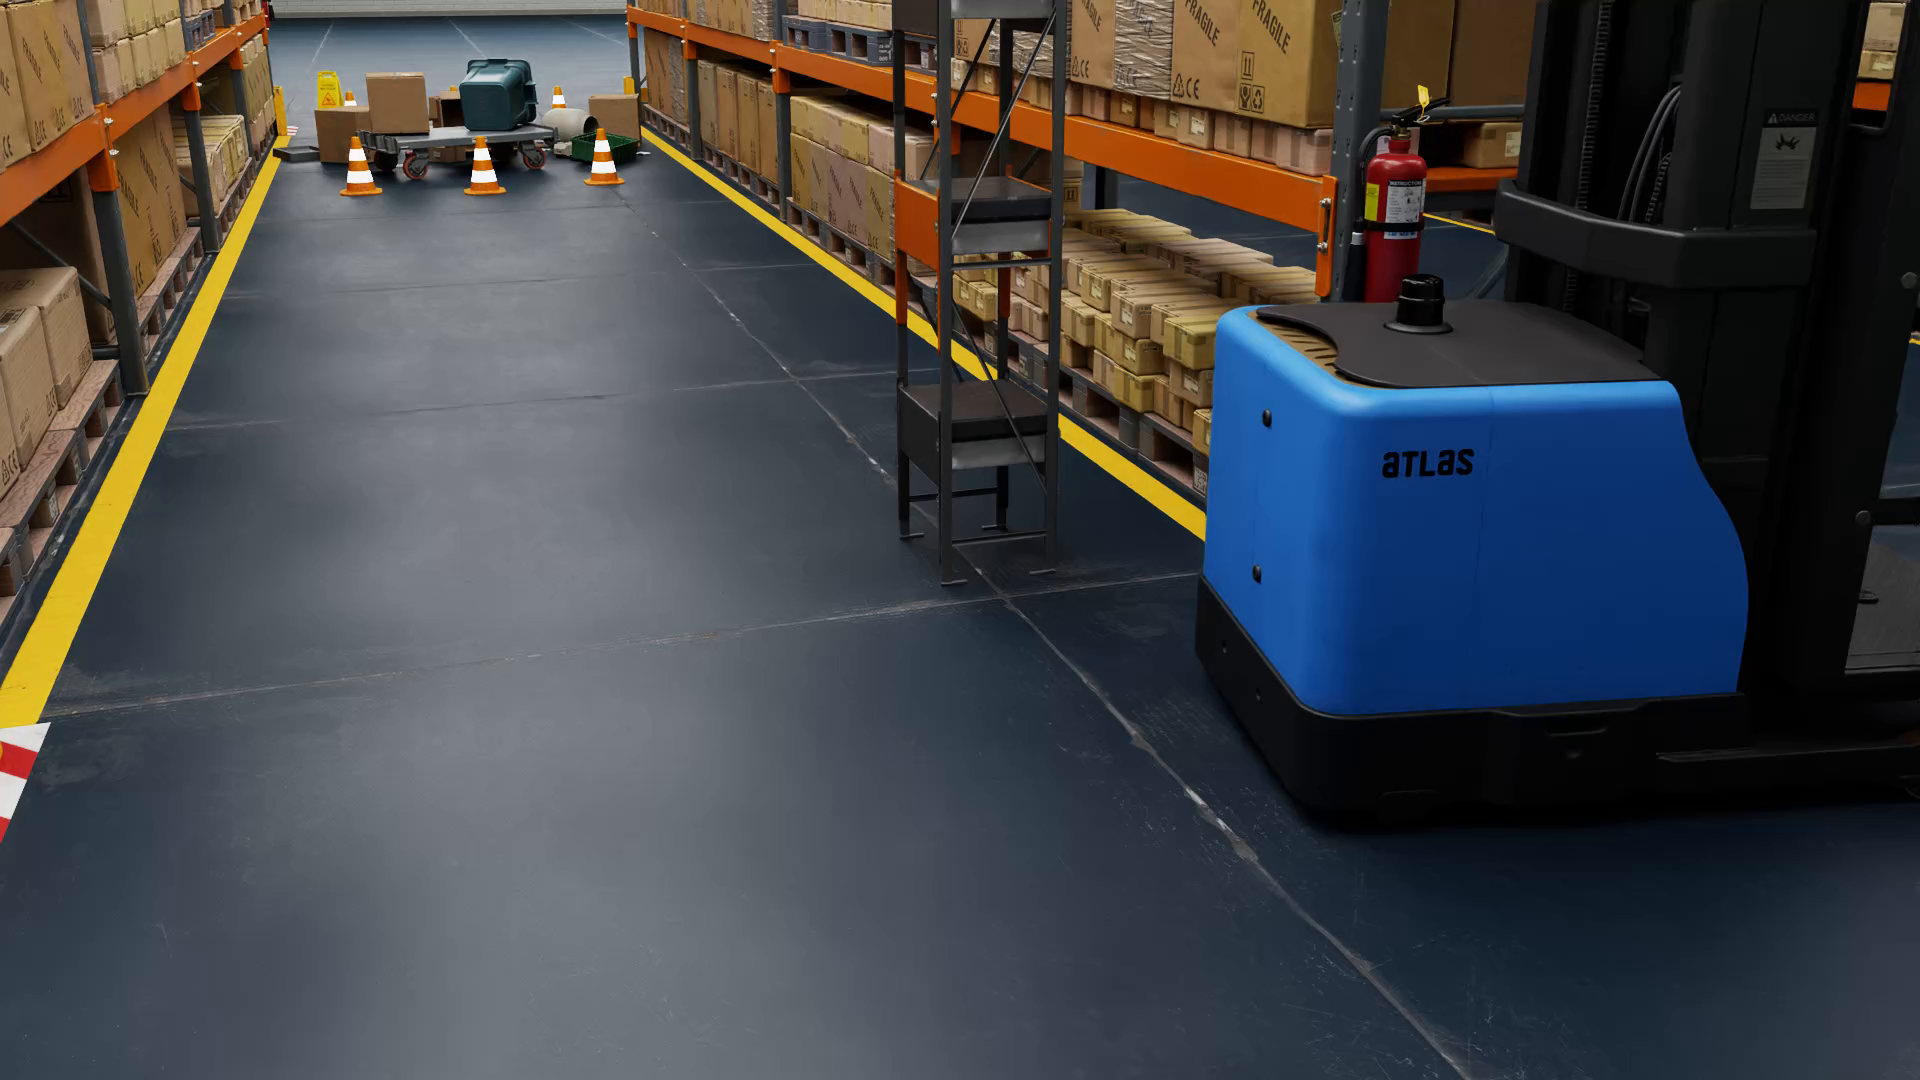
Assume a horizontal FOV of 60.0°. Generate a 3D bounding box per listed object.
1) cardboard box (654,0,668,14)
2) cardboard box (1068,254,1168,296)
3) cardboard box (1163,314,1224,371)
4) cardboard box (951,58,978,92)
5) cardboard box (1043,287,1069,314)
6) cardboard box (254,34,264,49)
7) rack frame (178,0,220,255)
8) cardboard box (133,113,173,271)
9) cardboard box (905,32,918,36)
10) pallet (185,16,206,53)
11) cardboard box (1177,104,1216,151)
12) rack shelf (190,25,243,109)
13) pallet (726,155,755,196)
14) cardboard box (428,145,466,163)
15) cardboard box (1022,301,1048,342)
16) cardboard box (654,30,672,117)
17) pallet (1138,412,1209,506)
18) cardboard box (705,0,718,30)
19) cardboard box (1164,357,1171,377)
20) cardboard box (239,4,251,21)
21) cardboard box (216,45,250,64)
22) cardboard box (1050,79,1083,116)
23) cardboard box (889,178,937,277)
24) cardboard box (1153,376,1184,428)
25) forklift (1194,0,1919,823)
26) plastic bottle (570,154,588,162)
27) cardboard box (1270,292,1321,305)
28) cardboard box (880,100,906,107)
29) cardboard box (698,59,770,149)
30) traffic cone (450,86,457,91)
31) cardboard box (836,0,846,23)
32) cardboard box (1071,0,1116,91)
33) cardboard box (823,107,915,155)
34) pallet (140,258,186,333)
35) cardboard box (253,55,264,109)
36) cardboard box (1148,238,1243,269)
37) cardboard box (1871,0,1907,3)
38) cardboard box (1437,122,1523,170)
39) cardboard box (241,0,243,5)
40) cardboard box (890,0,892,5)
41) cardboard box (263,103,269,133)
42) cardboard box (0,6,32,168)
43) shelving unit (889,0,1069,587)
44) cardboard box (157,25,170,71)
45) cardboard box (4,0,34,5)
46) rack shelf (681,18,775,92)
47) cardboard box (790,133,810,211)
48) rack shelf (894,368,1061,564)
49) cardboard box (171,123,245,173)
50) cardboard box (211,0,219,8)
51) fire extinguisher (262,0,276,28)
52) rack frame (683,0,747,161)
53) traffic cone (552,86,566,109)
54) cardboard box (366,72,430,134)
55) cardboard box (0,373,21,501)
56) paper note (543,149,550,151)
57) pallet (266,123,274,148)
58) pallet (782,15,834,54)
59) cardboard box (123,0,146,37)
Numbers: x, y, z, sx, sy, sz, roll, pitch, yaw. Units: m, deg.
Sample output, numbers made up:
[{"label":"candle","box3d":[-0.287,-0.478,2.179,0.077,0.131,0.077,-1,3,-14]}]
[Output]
[{"label":"cardboard box","box3d":[-2.783,-5.879,17.625,0.875,0.550,0.500,-6,21,-17]},{"label":"cardboard box","box3d":[0.711,-1.187,7.500,0.380,0.149,0.250,-7,21,-19]},{"label":"cardboard box","box3d":[0.997,-0.756,6.300,0.380,0.149,0.250,-7,21,-18]},{"label":"cardboard box","box3d":[0.151,-2.361,8.423,0.380,0.149,0.250,-6,21,-15]},{"label":"cardboard box","box3d":[0.605,-1.126,7.771,0.380,0.149,0.250,-5,20,-15]},{"label":"cardboard box","box3d":[-7.388,-5.119,17.108,0.380,0.149,0.250,-6,21,-16]},{"label":"rack frame","box3d":[-5.552,-3.330,10.750,1.000,3.000,0.127,-6,21,-17]},{"label":"cardboard box","box3d":[-5.137,-2.010,9.598,0.875,0.875,0.875,-6,21,-17]},{"label":"cardboard box","box3d":[-0.099,-2.954,9.453,0.380,0.149,0.250,-6,21,-17]},{"label":"pallet","box3d":[-5.877,-3.457,11.387,1.213,0.211,1.003,-6,21,-17]},{"label":"cardboard box","box3d":[1.021,-1.519,6.081,0.380,0.149,0.250,-6,21,-16]},{"label":"rack shelf","box3d":[-6.180,-3.633,12.658,1.077,0.370,4.000,-6,21,-17]},{"label":"pallet","box3d":[-1.440,-3.228,14.590,1.003,0.211,1.213,-6,21,-17]},{"label":"cardboard box","box3d":[-5.027,-3.816,16.148,0.396,0.266,0.258,12,23,30]},{"label":"cardboard box","box3d":[0.521,-1.074,8.065,0.380,0.149,0.250,-7,21,-18]},{"label":"cardboard box","box3d":[-2.844,-5.160,18.368,0.875,0.875,0.875,-7,21,-18]},{"label":"pallet","box3d":[1.385,-0.297,6.432,1.003,0.211,1.213,-6,21,-17]},{"label":"cardboard box","box3d":[-1.918,-4.699,14.413,0.500,0.500,0.500,-6,21,-17]},{"label":"cardboard box","box3d":[1.042,-0.720,6.639,0.380,0.149,0.250,-7,21,-18]},{"label":"cardboard box","box3d":[-6.997,-5.042,15.888,0.380,0.149,0.250,-6,21,-17]},{"label":"cardboard box","box3d":[-6.720,-4.440,15.217,0.380,0.149,0.250,-6,21,-16]},{"label":"cardboard box","box3d":[0.611,-1.943,7.261,0.380,0.149,0.250,-5,20,-15]},{"label":"cardboard box","box3d":[-0.099,-1.837,9.669,0.500,0.500,0.500,-7,21,-18]},{"label":"cardboard box","box3d":[0.999,-0.567,6.654,0.380,0.149,0.250,-6,21,-17]},{"label":"forklift","box3d":[2.237,-0.913,4.124,3.031,2.935,1.130,-3,20,-7]},{"label":"plastic bottle","box3d":[-3.661,-3.717,16.175,0.283,0.061,0.133,17,26,39]},{"label":"cardboard box","box3d":[1.473,-0.902,6.707,0.380,0.149,0.250,-7,21,-20]},{"label":"cardboard box","box3d":[-0.251,-2.910,11.548,0.500,0.250,0.500,-6,21,-16]},{"label":"cardboard box","box3d":[-1.861,-4.121,15.659,1.050,0.750,0.750,-6,21,-17]},{"label":"traffic cone","box3d":[-5.760,-4.929,18.956,0.336,0.463,0.334,-6,21,-17]},{"label":"cardboard box","box3d":[-0.594,-3.458,10.858,0.380,0.149,0.250,-6,21,-15]},{"label":"cardboard box","box3d":[0.772,-2.113,6.775,0.500,0.500,0.500,-5,20,-14]},{"label":"cardboard box","box3d":[-0.595,-2.692,10.942,0.500,0.250,0.500,-6,21,-17]},{"label":"pallet","box3d":[-4.996,-1.366,9.406,1.003,0.211,1.213,-6,21,-17]},{"label":"cardboard box","box3d":[-7.079,-4.425,16.136,0.500,0.500,0.500,-5,20,-14]},{"label":"cardboard box","box3d":[1.115,-1.328,7.894,0.380,0.149,0.250,-7,21,-20]},{"label":"cardboard box","box3d":[5.169,-3.182,9.010,0.500,0.500,0.500,-6,21,-17]},{"label":"cardboard box","box3d":[1.840,-1.342,5.586,0.380,0.149,0.250,-7,21,-18]},{"label":"cardboard box","box3d":[-6.863,-5.130,15.173,0.500,0.500,0.500,-6,21,-17]},{"label":"cardboard box","box3d":[-0.189,-3.182,9.649,0.380,0.149,0.250,-7,21,-19]},{"label":"cardboard box","box3d":[-7.232,-4.235,16.717,0.500,0.250,0.500,-7,21,-19]},{"label":"cardboard box","box3d":[-3.417,-1.478,5.445,0.500,0.500,0.500,-6,21,-15]},{"label":"shelving unit","box3d":[0.052,-0.935,5.414,0.431,2.100,0.503,-6,21,-17]},{"label":"cardboard box","box3d":[-4.828,-2.799,9.494,0.500,0.250,0.500,-7,21,-18]},{"label":"cardboard box","box3d":[-3.563,-2.116,5.742,0.500,0.500,0.500,-6,21,-16]},{"label":"rack shelf","box3d":[-1.513,-4.191,14.213,1.077,0.370,4.000,-6,21,-17]},{"label":"cardboard box","box3d":[-0.904,-2.655,11.948,0.500,0.500,0.500,-7,21,-20]},{"label":"rack shelf","box3d":[0.052,-0.263,5.655,0.431,0.518,0.480,-6,21,-17]},{"label":"cardboard box","box3d":[-6.413,-3.176,13.588,0.950,0.372,0.625,-5,20,-14]},{"label":"cardboard box","box3d":[-6.120,-4.310,13.230,0.380,0.149,0.250,-6,21,-17]},{"label":"fire extinguisher","box3d":[-7.665,-5.946,18.149,0.296,0.674,0.183,-6,21,-17]},{"label":"rack frame","box3d":[-2.142,-5.172,15.878,1.000,3.000,0.127,-6,21,-17]},{"label":"traffic cone","box3d":[-4.580,-4.940,18.986,0.336,0.463,0.334,-6,21,-17]},{"label":"cardboard box","box3d":[-5.129,-3.992,15.171,0.500,0.500,0.500,-6,21,-17]},{"label":"cardboard box","box3d":[-3.635,-0.248,5.340,0.875,0.438,0.875,-6,21,-16]},{"label":"paper note","box3d":[-4.306,-4.012,17.053,0.172,0.023,0.155,1,20,2]},{"label":"pallet","box3d":[-7.821,-4.296,17.564,1.003,0.211,1.213,-6,21,-17]},{"label":"pallet","box3d":[-0.559,-3.581,11.732,1.213,0.211,1.003,-6,21,-17]},{"label":"cardboard box","box3d":[-4.489,-2.711,8.510,0.500,0.250,0.500,-6,21,-17]}]
